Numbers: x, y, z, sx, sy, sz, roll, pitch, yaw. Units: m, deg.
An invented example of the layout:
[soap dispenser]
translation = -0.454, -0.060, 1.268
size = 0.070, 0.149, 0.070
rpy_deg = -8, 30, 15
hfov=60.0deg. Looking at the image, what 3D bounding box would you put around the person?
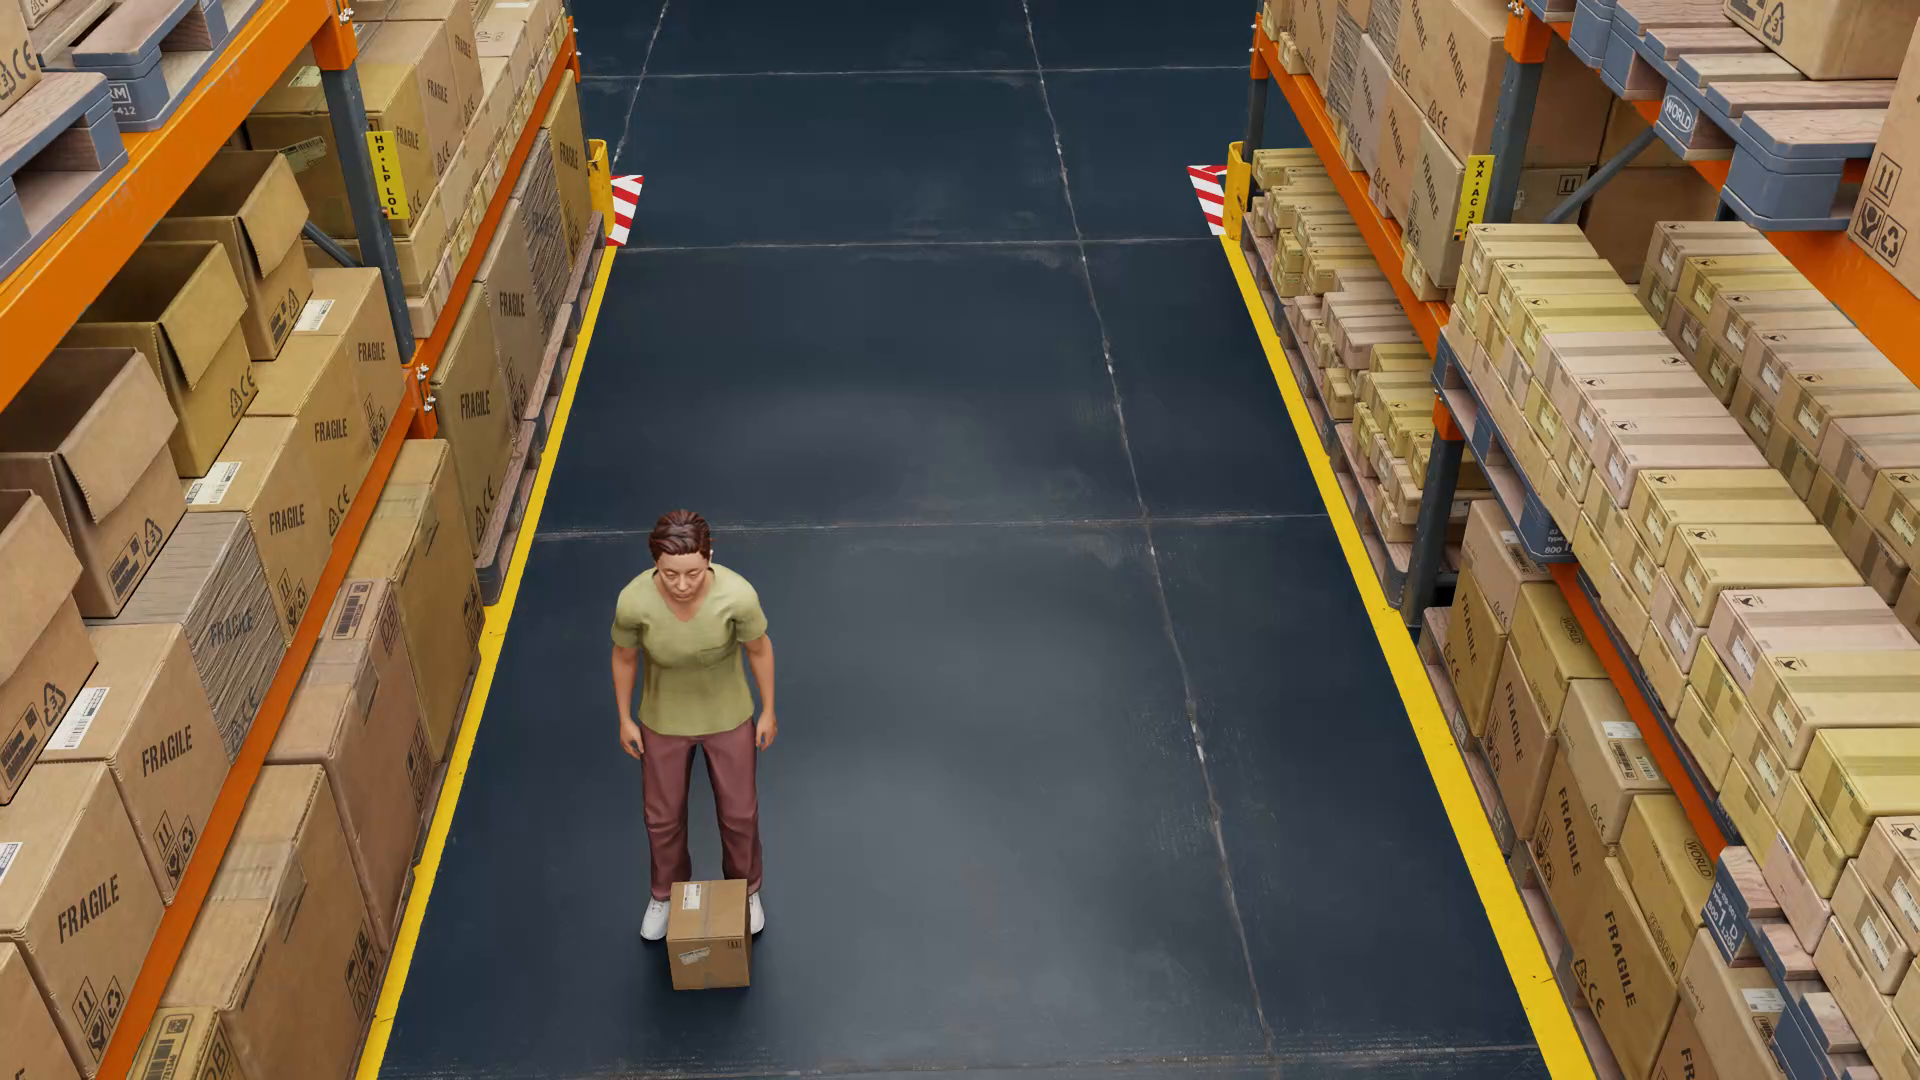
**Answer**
[person]
translation = -0.842, 0.588, 5.319
size = 0.520, 1.673, 0.353
rpy_deg = -3, 35, -4
